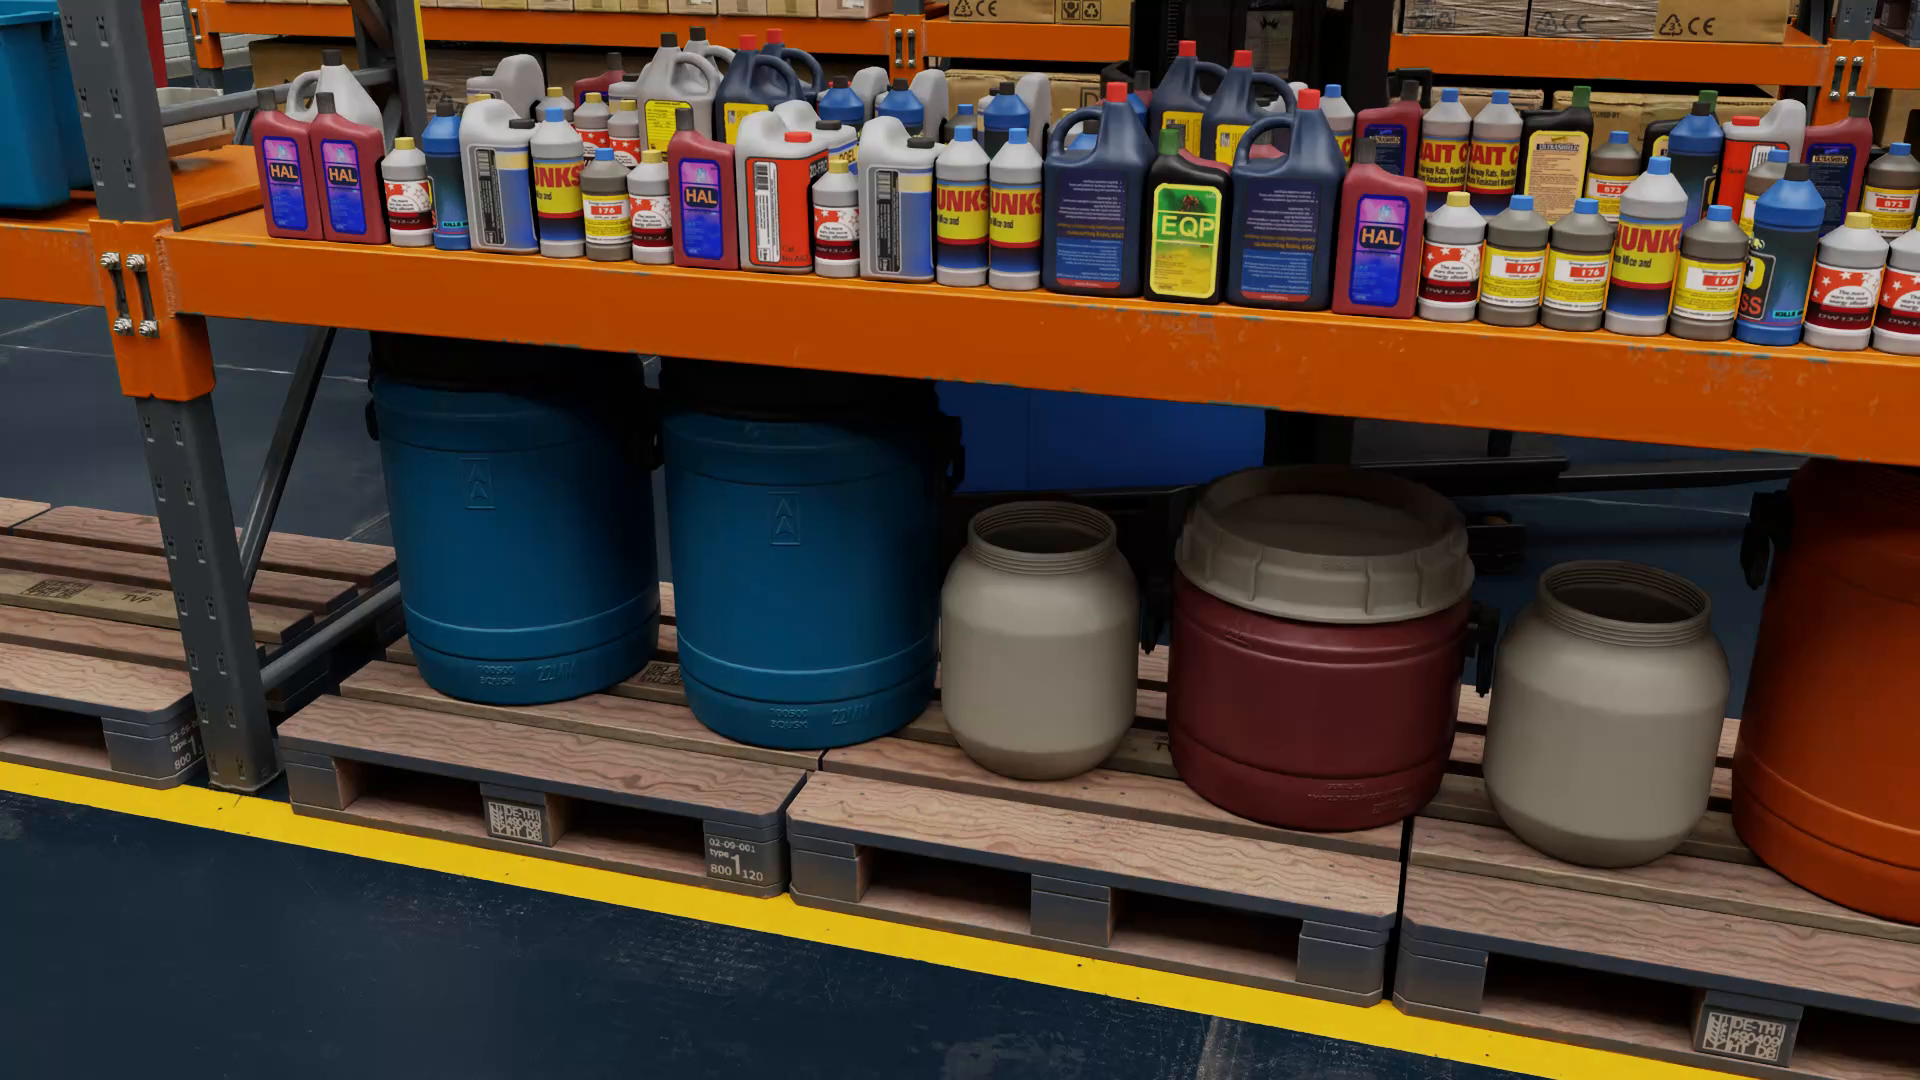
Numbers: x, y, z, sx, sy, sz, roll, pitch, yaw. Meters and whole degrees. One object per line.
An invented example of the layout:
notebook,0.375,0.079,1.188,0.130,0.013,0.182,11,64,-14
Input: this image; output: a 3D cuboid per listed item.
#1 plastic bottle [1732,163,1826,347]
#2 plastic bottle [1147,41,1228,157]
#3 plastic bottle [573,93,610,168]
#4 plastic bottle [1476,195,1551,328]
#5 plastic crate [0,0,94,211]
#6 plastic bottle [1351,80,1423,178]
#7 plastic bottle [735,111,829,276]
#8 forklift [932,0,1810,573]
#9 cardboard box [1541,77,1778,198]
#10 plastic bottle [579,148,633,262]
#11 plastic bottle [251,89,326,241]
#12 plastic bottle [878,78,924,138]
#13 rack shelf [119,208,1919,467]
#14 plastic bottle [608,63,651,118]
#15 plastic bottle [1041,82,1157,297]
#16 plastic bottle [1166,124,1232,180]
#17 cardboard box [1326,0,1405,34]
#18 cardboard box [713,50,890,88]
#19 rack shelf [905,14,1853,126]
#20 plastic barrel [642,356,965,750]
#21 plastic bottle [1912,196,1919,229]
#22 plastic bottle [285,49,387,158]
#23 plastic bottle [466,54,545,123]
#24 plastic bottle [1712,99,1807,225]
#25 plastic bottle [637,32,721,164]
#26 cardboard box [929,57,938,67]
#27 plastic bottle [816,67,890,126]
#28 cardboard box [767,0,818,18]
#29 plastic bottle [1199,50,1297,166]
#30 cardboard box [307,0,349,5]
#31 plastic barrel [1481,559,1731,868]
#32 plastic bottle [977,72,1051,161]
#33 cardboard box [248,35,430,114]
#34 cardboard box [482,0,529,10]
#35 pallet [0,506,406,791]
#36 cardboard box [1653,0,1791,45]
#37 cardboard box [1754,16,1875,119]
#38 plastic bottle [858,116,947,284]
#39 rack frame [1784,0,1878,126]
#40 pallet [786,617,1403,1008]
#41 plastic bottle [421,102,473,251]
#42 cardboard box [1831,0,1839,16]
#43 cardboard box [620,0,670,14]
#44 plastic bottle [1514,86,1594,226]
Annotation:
plastic bottle,1.268,-0.443,2.566,0.097,0.271,0.097,0,22,0
plastic bottle,0.490,-0.860,3.479,0.185,0.351,0.144,7,23,16
plastic bottle,-0.839,-0.928,3.842,0.097,0.201,0.097,0,22,0
plastic bottle,0.895,-0.453,2.683,0.097,0.201,0.097,0,22,0
plastic crate,-2.084,-0.933,3.534,0.575,0.384,0.392,7,23,16
plastic bottle,0.877,-0.801,3.424,0.133,0.283,0.061,7,23,16
plastic bottle,-0.319,-0.637,3.035,0.135,0.276,0.152,7,23,16
forklift,1.280,-1.448,4.938,3.031,2.935,1.130,-2,22,-6
cardboard box,3.067,-1.641,7.564,0.875,0.875,1.225,5,23,13
plastic bottle,-0.659,-0.631,3.117,0.097,0.201,0.097,0,22,0
plastic bottle,-1.311,-0.736,3.266,0.133,0.283,0.061,7,23,16
plastic bottle,-0.125,-0.843,3.541,0.097,0.271,0.097,0,22,0
rack shelf,0.376,-0.433,3.322,4.000,0.370,1.077,7,23,16
plastic bottle,-0.718,-0.962,3.827,0.135,0.276,0.152,7,23,16
plastic bottle,0.241,-0.606,2.860,0.185,0.351,0.144,7,23,16
plastic bottle,0.399,-0.564,2.847,0.133,0.283,0.061,7,23,16
cardboard box,1.717,-2.525,7.342,0.500,0.500,0.500,7,23,17
cardboard box,-0.717,-2.098,8.677,0.875,0.875,0.875,7,23,16
rack shelf,1.807,-2.233,7.709,4.000,0.370,1.077,7,23,16
plastic barrel,-0.345,-0.065,3.688,0.708,0.901,0.600,7,23,16
plastic bottle,1.867,-0.675,3.132,0.097,0.271,0.097,0,22,0
plastic bottle,-1.257,-0.802,3.337,0.185,0.351,0.144,7,23,16
plastic bottle,-1.068,-1.002,3.924,0.135,0.276,0.152,7,23,16
plastic bottle,1.527,-0.705,3.200,0.135,0.276,0.152,7,23,16
plastic bottle,-0.606,-0.928,3.645,0.185,0.351,0.144,7,23,16
cardboard box,-0.264,-3.787,12.969,0.250,0.149,0.380,6,23,14
plastic bottle,-0.236,-0.907,3.692,0.135,0.276,0.152,7,23,16
cardboard box,-0.742,-2.611,8.014,0.250,0.149,0.380,7,23,17
plastic bottle,0.575,-0.790,3.308,0.185,0.351,0.144,7,23,16
cardboard box,-3.202,-2.893,8.701,0.250,0.149,0.380,6,23,14
plastic barrel,1.251,0.333,3.230,0.421,0.512,0.421,0,22,0
plastic bottle,0.115,-0.867,3.594,0.135,0.276,0.152,7,23,16
cardboard box,-3.302,-2.394,9.399,0.875,0.875,0.875,7,23,16
cardboard box,-2.220,-2.780,8.426,0.250,0.149,0.380,6,23,14
pallet,-2.254,0.238,4.411,1.213,0.211,1.003,7,23,16
cardboard box,3.177,-2.357,6.931,0.500,0.500,0.500,7,23,17
cardboard box,5.808,-3.191,11.509,0.750,0.750,1.050,6,23,15
plastic bottle,-0.097,-0.612,2.973,0.135,0.276,0.152,7,23,16
rack frame,3.721,-2.346,7.038,0.127,3.000,1.000,7,23,16
pallet,0.360,0.538,3.681,1.213,0.211,1.003,7,23,16
plastic bottle,-0.974,-0.699,3.192,0.097,0.271,0.097,0,22,0
cardboard box,10.600,-6.549,19.859,0.625,0.625,0.875,6,23,15
cardboard box,-1.480,-2.696,8.220,0.250,0.149,0.380,7,23,17
plastic bottle,1.191,-0.765,3.336,0.133,0.283,0.061,7,23,16
